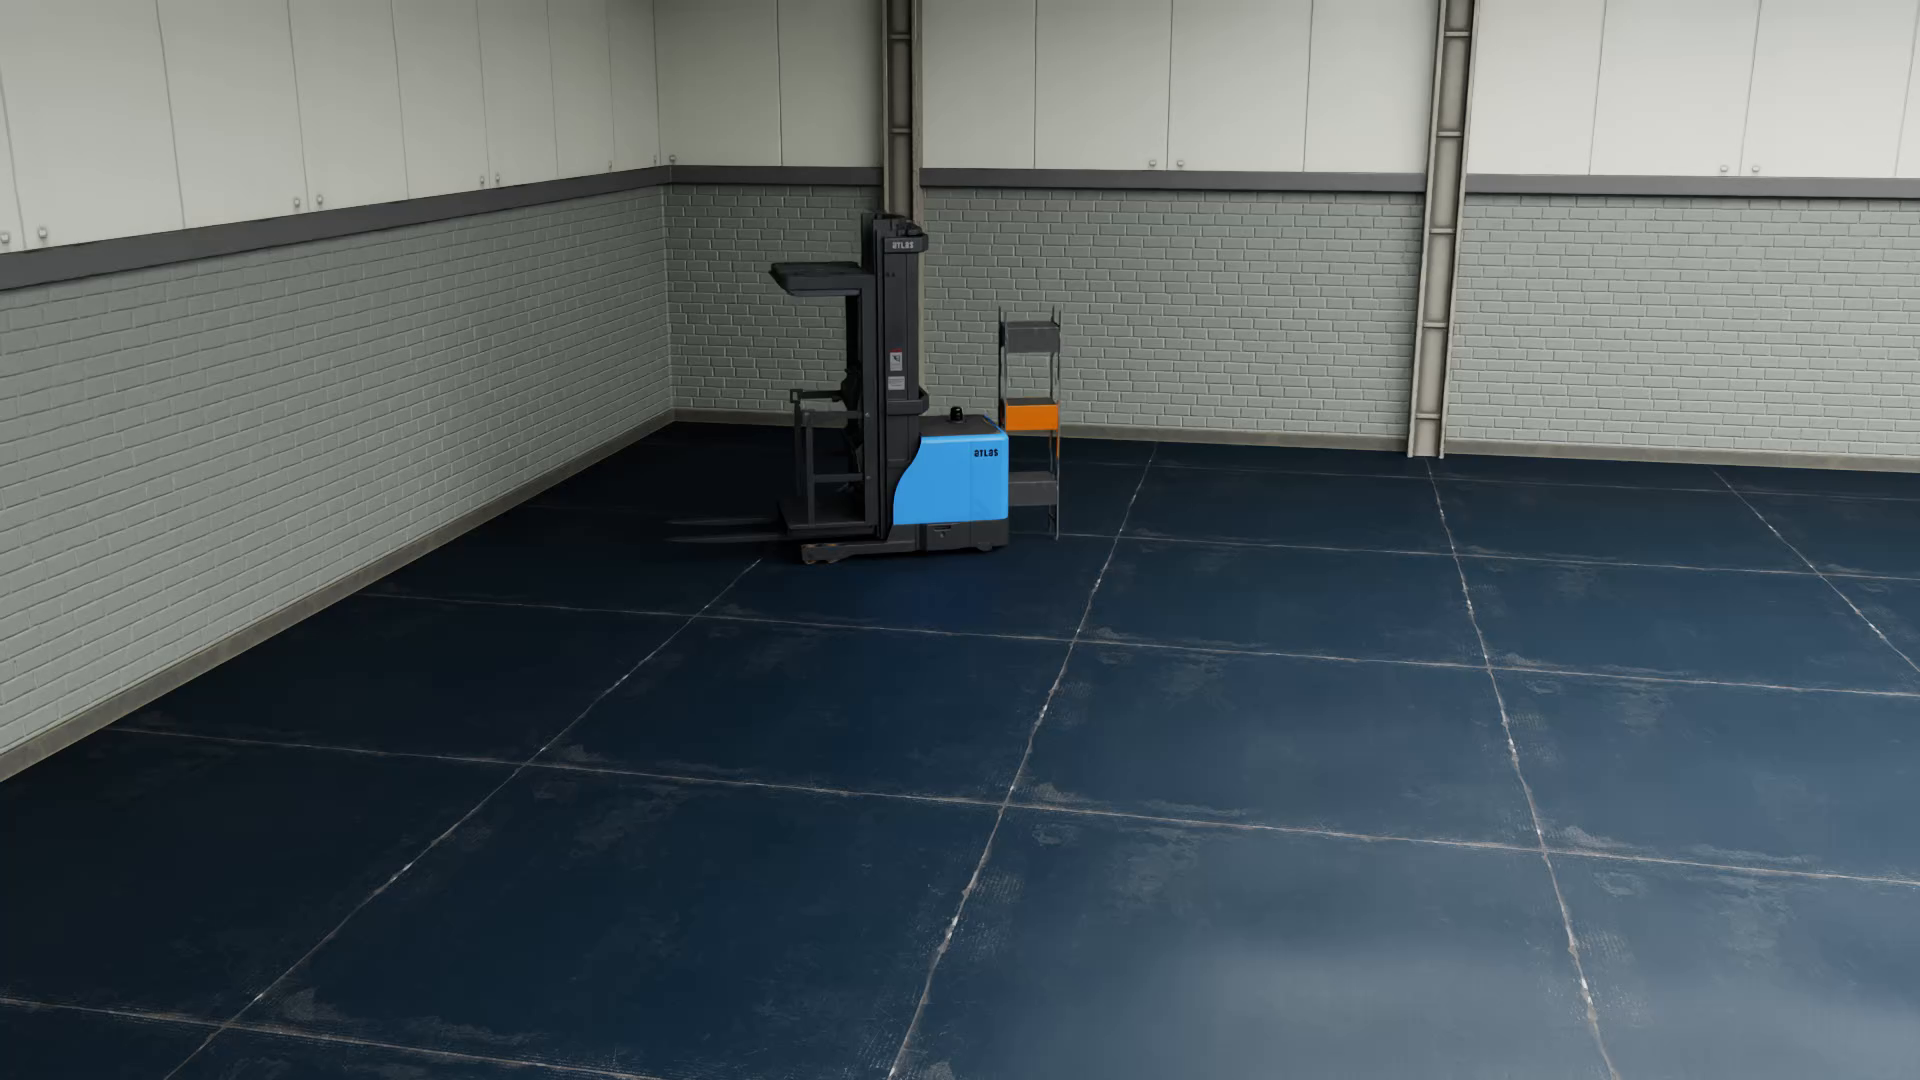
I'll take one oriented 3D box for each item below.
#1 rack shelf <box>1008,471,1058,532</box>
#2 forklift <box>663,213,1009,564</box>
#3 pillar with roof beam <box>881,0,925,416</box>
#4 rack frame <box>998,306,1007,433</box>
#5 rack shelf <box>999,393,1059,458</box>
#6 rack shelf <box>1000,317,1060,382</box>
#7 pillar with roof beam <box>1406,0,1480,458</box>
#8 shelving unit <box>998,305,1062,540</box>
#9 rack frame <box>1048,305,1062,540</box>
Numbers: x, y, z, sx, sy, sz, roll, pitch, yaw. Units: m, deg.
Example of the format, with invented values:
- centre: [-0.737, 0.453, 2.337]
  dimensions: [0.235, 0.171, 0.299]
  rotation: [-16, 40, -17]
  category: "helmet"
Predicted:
- centre: [0.622, -0.365, 15.309]
  dimensions: [0.480, 0.518, 0.431]
  rotation: [-2, 16, -7]
  category: "rack shelf"
- centre: [-1.128, -1.356, 14.656]
  dimensions: [3.031, 2.935, 1.130]
  rotation: [-3, 16, -11]
  category: "forklift"
- centre: [-1.508, -4.490, 14.604]
  dimensions: [0.400, 9.000, 9.100]
  rotation: [3, 16, 11]
  category: "pillar with roof beam"
- centre: [0.380, -1.045, 15.088]
  dimensions: [0.015, 2.100, 0.400]
  rotation: [-2, 16, -7]
  category: "rack frame"
- centre: [0.622, -1.040, 15.122]
  dimensions: [0.480, 0.518, 0.431]
  rotation: [-2, 16, -7]
  category: "rack shelf"
- centre: [0.622, -1.715, 14.935]
  dimensions: [0.480, 0.518, 0.431]
  rotation: [-2, 16, -7]
  category: "rack shelf"
- centre: [4.372, -4.171, 13.451]
  dimensions: [0.400, 9.000, 9.100]
  rotation: [3, 16, 11]
  category: "pillar with roof beam"
- centre: [0.622, -1.053, 15.119]
  dimensions: [0.503, 2.100, 0.431]
  rotation: [-2, 16, -7]
  category: "shelving unit"
- centre: [0.864, -1.062, 15.149]
  dimensions: [0.015, 2.100, 0.400]
  rotation: [-2, 16, -7]
  category: "rack frame"
